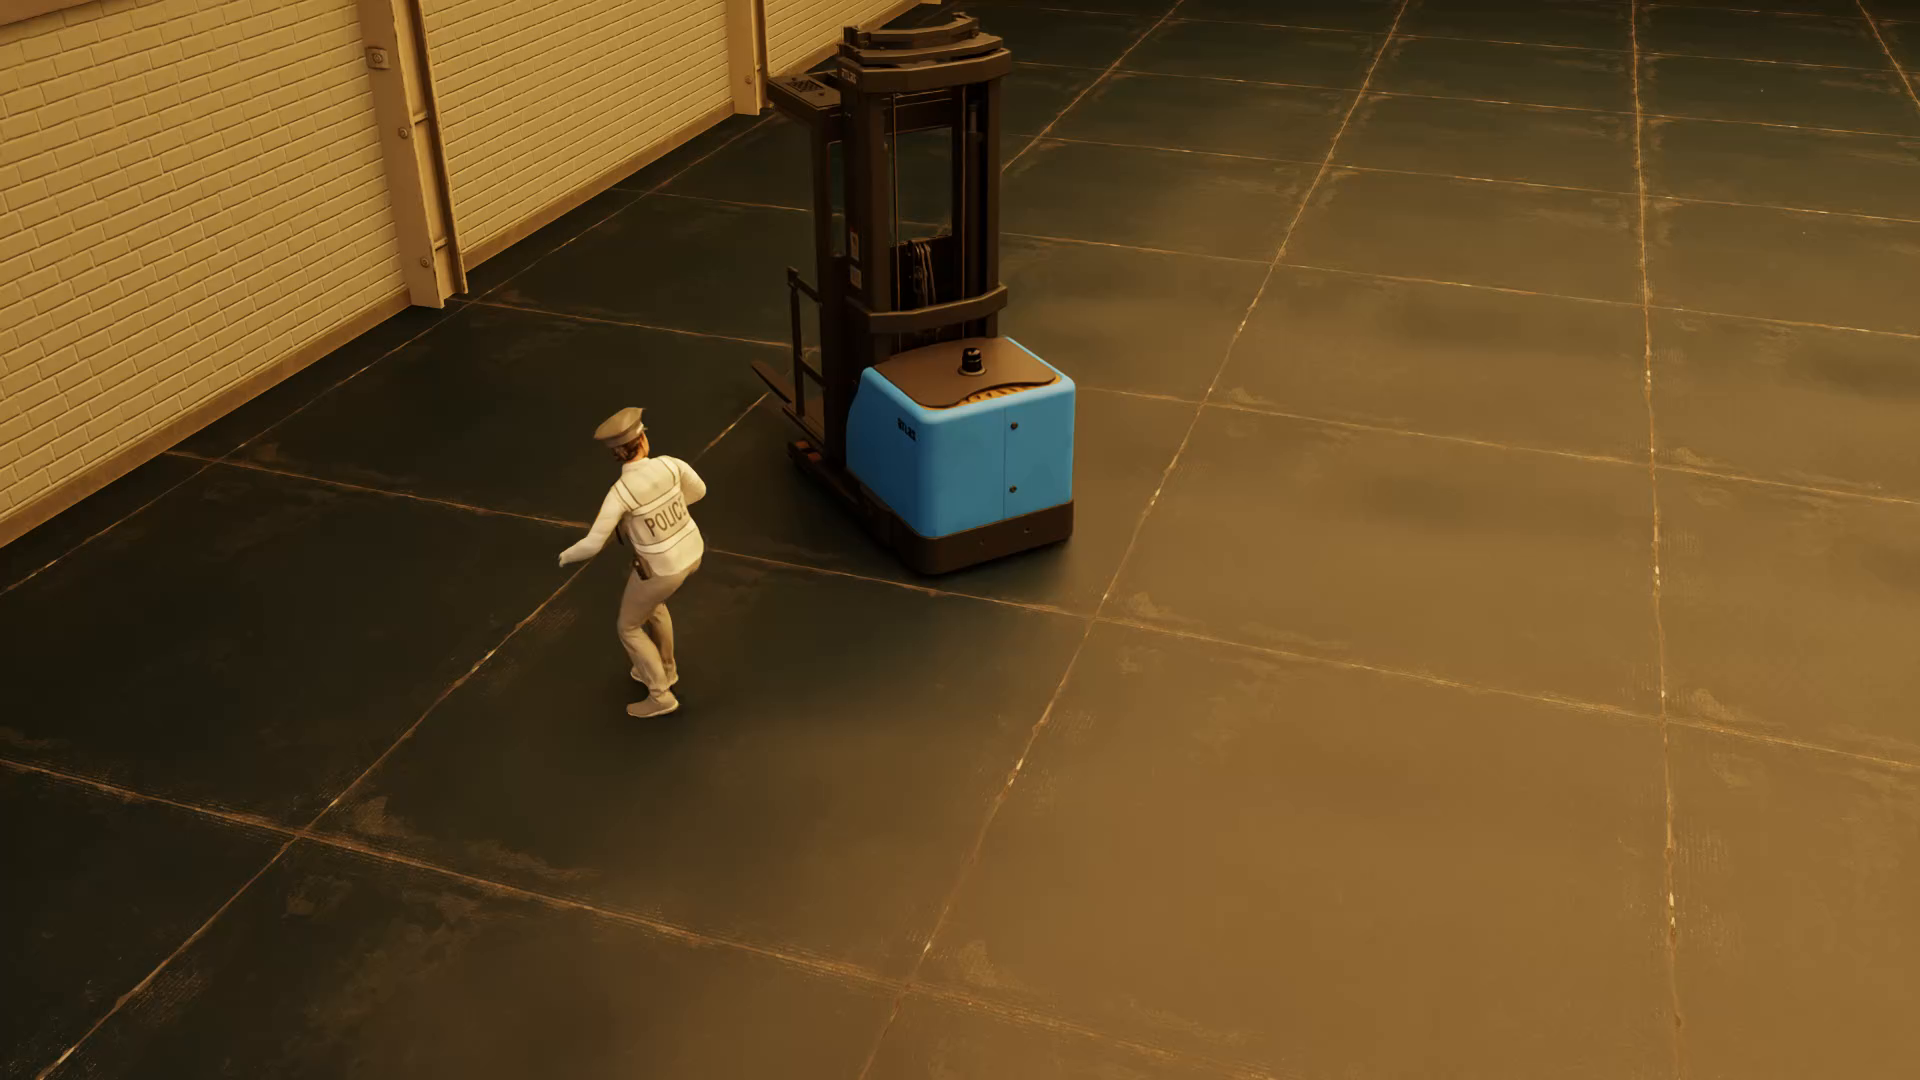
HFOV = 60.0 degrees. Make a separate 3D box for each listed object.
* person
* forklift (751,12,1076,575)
[{"bbox_3d":[-1.612,0.100,8.338,0.624,1.624,0.729,17,34,27],"label":"person"},{"bbox_3d":[-0.471,-1.773,10.247,1.130,2.935,3.031,-15,33,-25],"label":"forklift"}]
